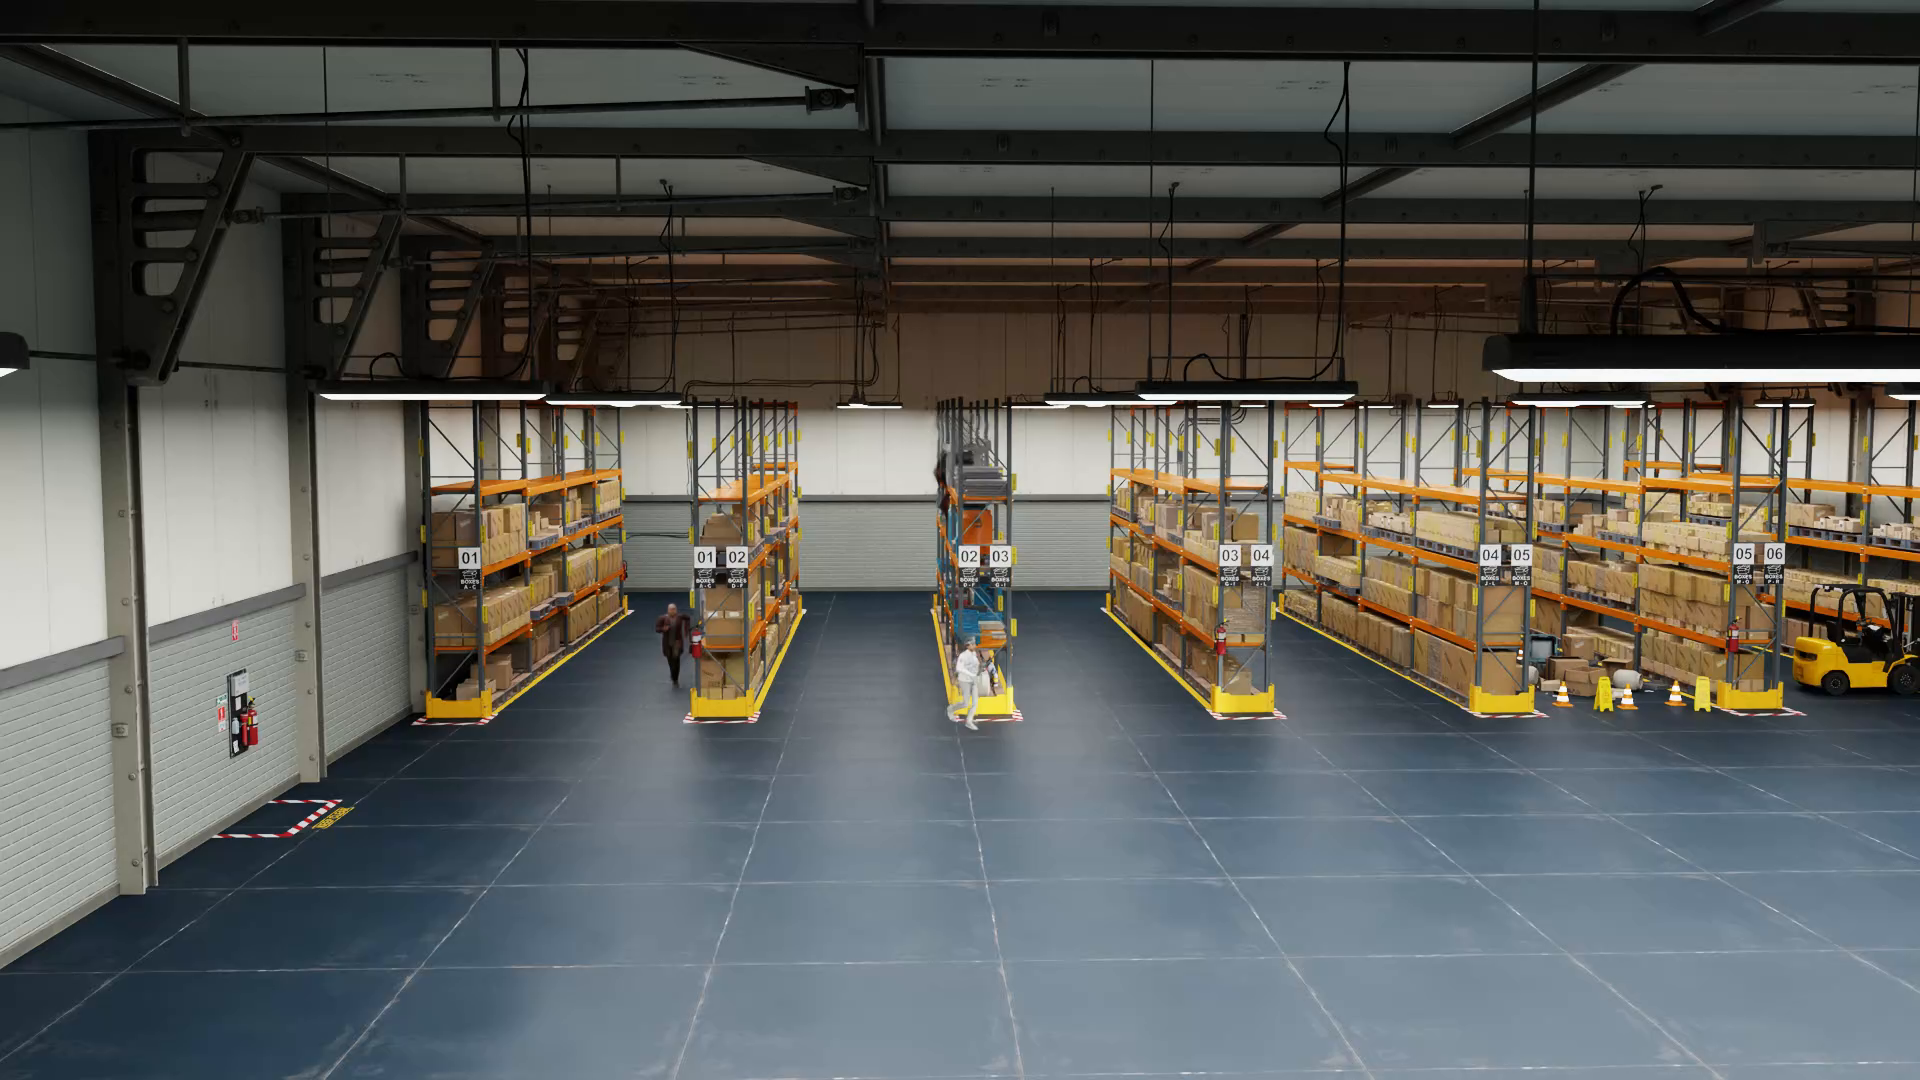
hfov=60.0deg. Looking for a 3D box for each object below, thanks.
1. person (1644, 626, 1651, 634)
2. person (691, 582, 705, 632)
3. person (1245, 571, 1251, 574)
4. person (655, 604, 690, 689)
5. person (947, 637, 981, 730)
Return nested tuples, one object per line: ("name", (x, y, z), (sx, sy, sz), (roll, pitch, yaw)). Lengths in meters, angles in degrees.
("person", (17.307, 1.682, 41.523), (0.721, 1.735, 0.797), (-1, 4, -11))
("person", (-6.683, 1.593, 43.185), (0.602, 1.613, 0.662), (0, 4, -1))
("person", (7.988, 1.253, 46.835), (0.730, 1.715, 0.579), (0, 4, -4))
("person", (-5.969, 2.187, 34.596), (0.695, 1.779, 1.020), (0, 4, -2))
("person", (0.105, 2.571, 30.222), (0.697, 1.670, 0.660), (3, 5, 34))
